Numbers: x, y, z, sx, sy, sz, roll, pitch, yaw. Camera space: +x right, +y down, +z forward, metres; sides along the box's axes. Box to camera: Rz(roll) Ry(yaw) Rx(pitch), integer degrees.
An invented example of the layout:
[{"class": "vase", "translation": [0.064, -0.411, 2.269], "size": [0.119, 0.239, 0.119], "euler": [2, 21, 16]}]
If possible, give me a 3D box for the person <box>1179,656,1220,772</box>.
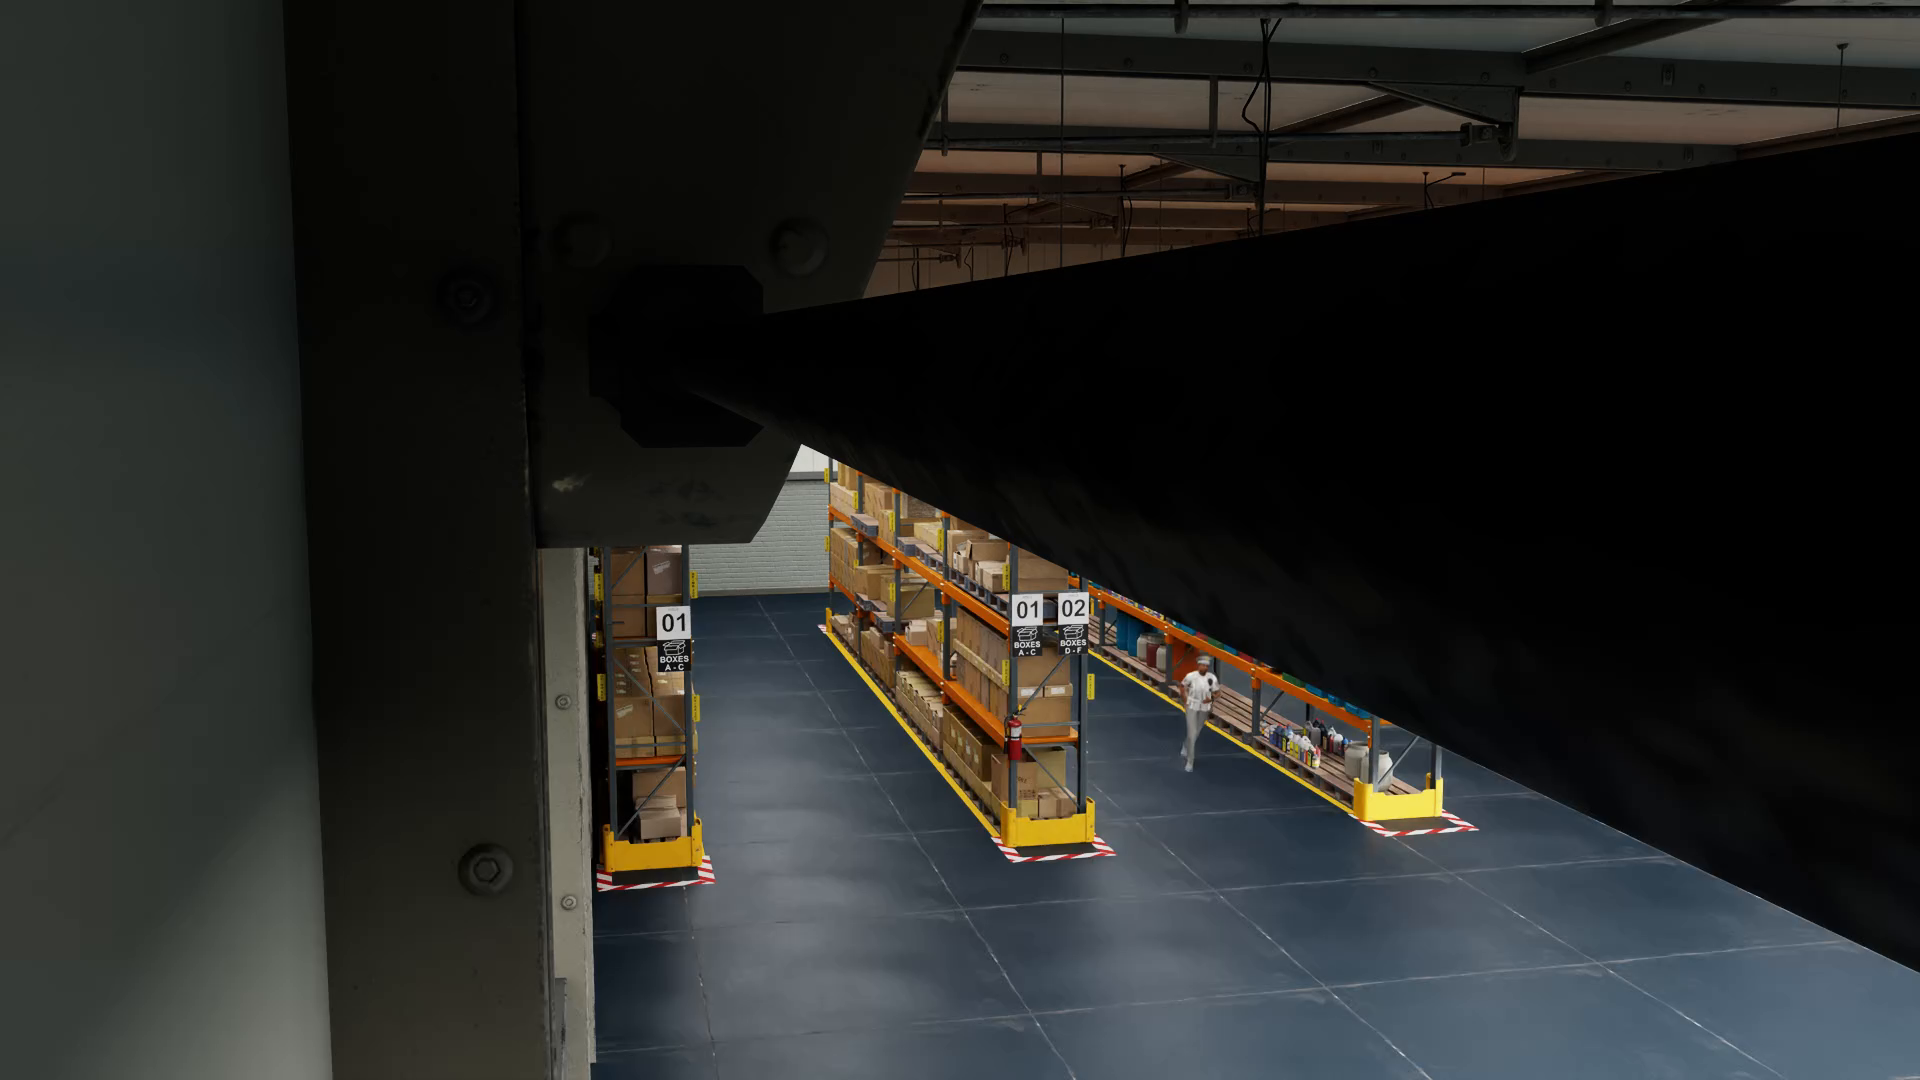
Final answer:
[{"class": "person", "translation": [3.594, 2.550, 24.977], "size": [0.614, 1.685, 0.866], "euler": [-1, 7, -8]}]
